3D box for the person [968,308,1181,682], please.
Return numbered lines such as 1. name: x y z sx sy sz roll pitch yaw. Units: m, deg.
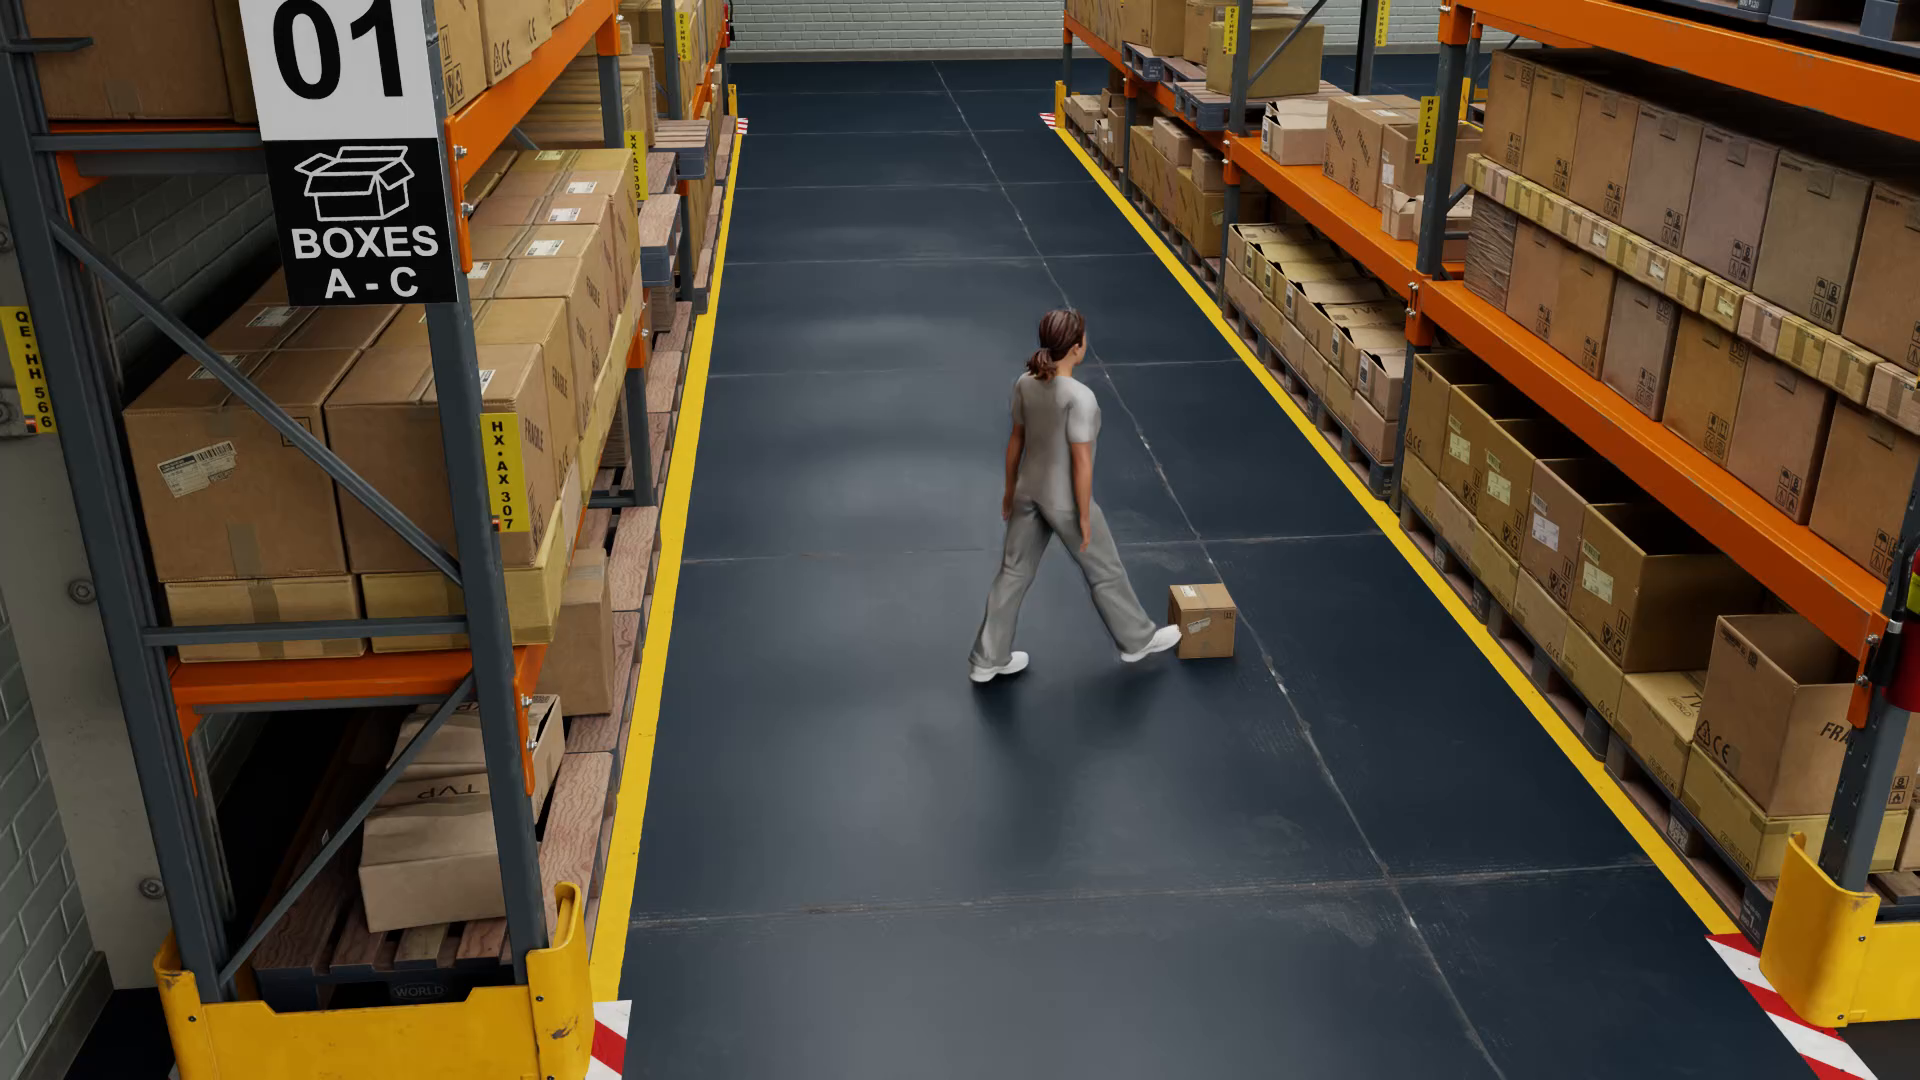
1. person: 0.493 -0.198 7.057 0.918 1.631 0.505 -18 29 -34
